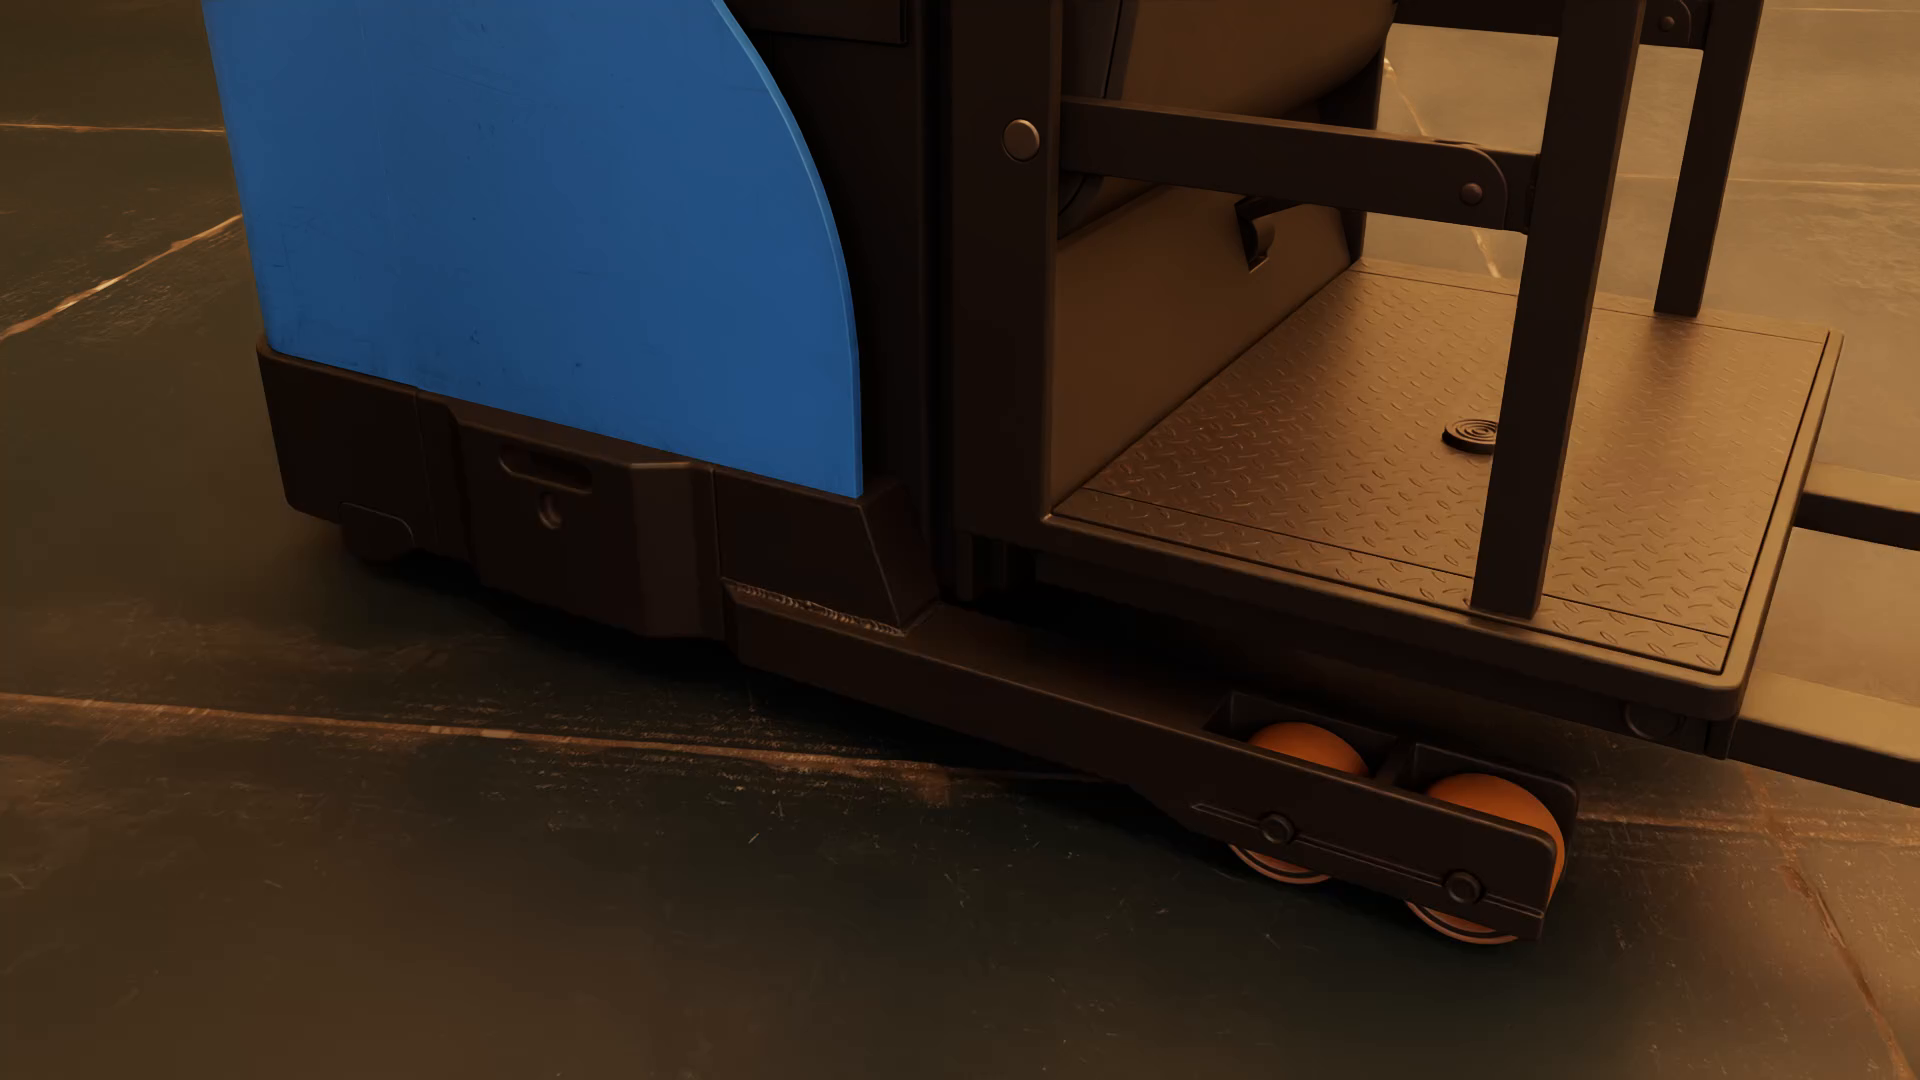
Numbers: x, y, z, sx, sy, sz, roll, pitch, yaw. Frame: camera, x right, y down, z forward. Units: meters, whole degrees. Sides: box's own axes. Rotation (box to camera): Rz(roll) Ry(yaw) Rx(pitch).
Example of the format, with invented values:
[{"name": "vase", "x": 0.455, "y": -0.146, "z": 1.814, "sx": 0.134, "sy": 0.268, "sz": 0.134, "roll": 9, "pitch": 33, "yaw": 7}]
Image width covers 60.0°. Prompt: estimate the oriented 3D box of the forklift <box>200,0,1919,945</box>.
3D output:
[{"name": "forklift", "x": 0.529, "y": -1.176, "z": 1.574, "sx": 3.031, "sy": 2.935, "sz": 1.130, "roll": 14, "pitch": 30, "yaw": 26}]
